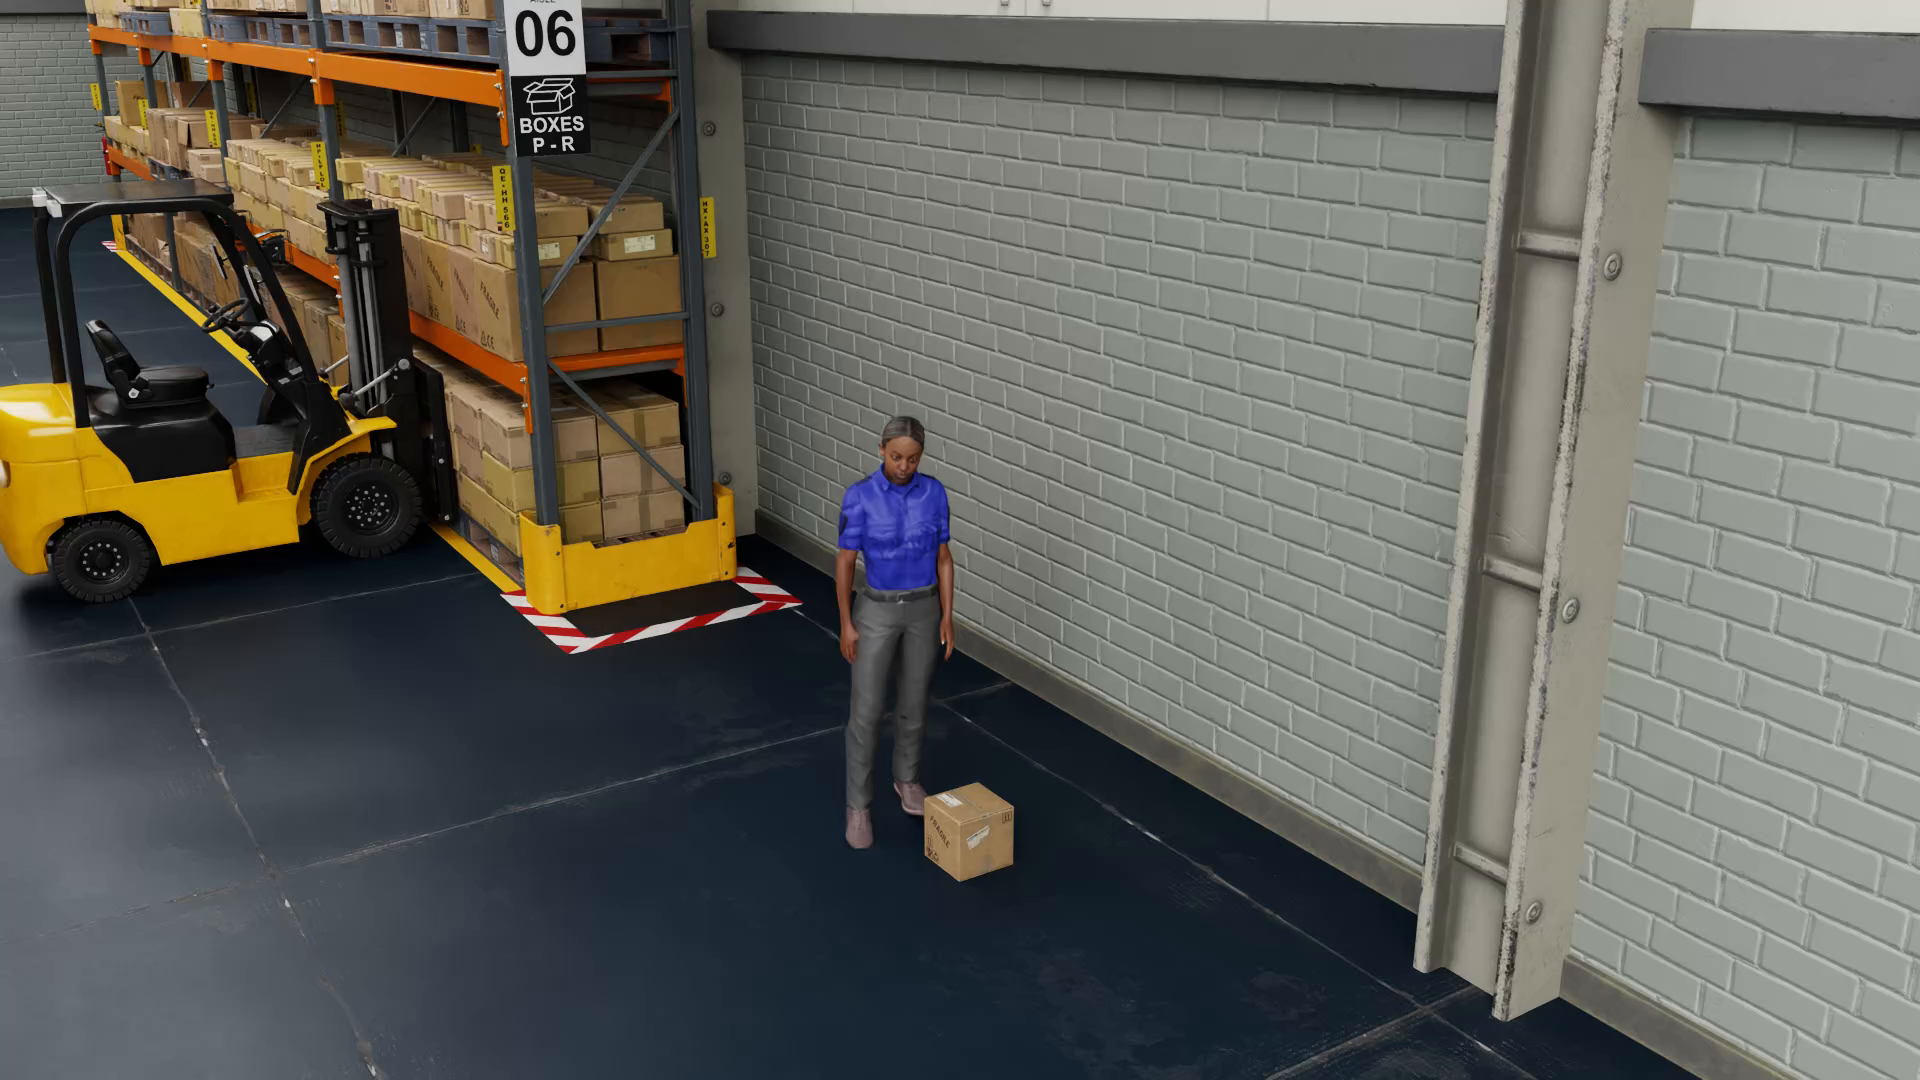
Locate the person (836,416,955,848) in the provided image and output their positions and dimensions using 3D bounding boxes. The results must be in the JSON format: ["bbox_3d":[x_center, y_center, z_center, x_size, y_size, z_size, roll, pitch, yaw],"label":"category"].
[{"bbox_3d":[-0.246,0.344,6.546,0.469,1.698,0.468,-7,20,-21],"label":"person"}]
